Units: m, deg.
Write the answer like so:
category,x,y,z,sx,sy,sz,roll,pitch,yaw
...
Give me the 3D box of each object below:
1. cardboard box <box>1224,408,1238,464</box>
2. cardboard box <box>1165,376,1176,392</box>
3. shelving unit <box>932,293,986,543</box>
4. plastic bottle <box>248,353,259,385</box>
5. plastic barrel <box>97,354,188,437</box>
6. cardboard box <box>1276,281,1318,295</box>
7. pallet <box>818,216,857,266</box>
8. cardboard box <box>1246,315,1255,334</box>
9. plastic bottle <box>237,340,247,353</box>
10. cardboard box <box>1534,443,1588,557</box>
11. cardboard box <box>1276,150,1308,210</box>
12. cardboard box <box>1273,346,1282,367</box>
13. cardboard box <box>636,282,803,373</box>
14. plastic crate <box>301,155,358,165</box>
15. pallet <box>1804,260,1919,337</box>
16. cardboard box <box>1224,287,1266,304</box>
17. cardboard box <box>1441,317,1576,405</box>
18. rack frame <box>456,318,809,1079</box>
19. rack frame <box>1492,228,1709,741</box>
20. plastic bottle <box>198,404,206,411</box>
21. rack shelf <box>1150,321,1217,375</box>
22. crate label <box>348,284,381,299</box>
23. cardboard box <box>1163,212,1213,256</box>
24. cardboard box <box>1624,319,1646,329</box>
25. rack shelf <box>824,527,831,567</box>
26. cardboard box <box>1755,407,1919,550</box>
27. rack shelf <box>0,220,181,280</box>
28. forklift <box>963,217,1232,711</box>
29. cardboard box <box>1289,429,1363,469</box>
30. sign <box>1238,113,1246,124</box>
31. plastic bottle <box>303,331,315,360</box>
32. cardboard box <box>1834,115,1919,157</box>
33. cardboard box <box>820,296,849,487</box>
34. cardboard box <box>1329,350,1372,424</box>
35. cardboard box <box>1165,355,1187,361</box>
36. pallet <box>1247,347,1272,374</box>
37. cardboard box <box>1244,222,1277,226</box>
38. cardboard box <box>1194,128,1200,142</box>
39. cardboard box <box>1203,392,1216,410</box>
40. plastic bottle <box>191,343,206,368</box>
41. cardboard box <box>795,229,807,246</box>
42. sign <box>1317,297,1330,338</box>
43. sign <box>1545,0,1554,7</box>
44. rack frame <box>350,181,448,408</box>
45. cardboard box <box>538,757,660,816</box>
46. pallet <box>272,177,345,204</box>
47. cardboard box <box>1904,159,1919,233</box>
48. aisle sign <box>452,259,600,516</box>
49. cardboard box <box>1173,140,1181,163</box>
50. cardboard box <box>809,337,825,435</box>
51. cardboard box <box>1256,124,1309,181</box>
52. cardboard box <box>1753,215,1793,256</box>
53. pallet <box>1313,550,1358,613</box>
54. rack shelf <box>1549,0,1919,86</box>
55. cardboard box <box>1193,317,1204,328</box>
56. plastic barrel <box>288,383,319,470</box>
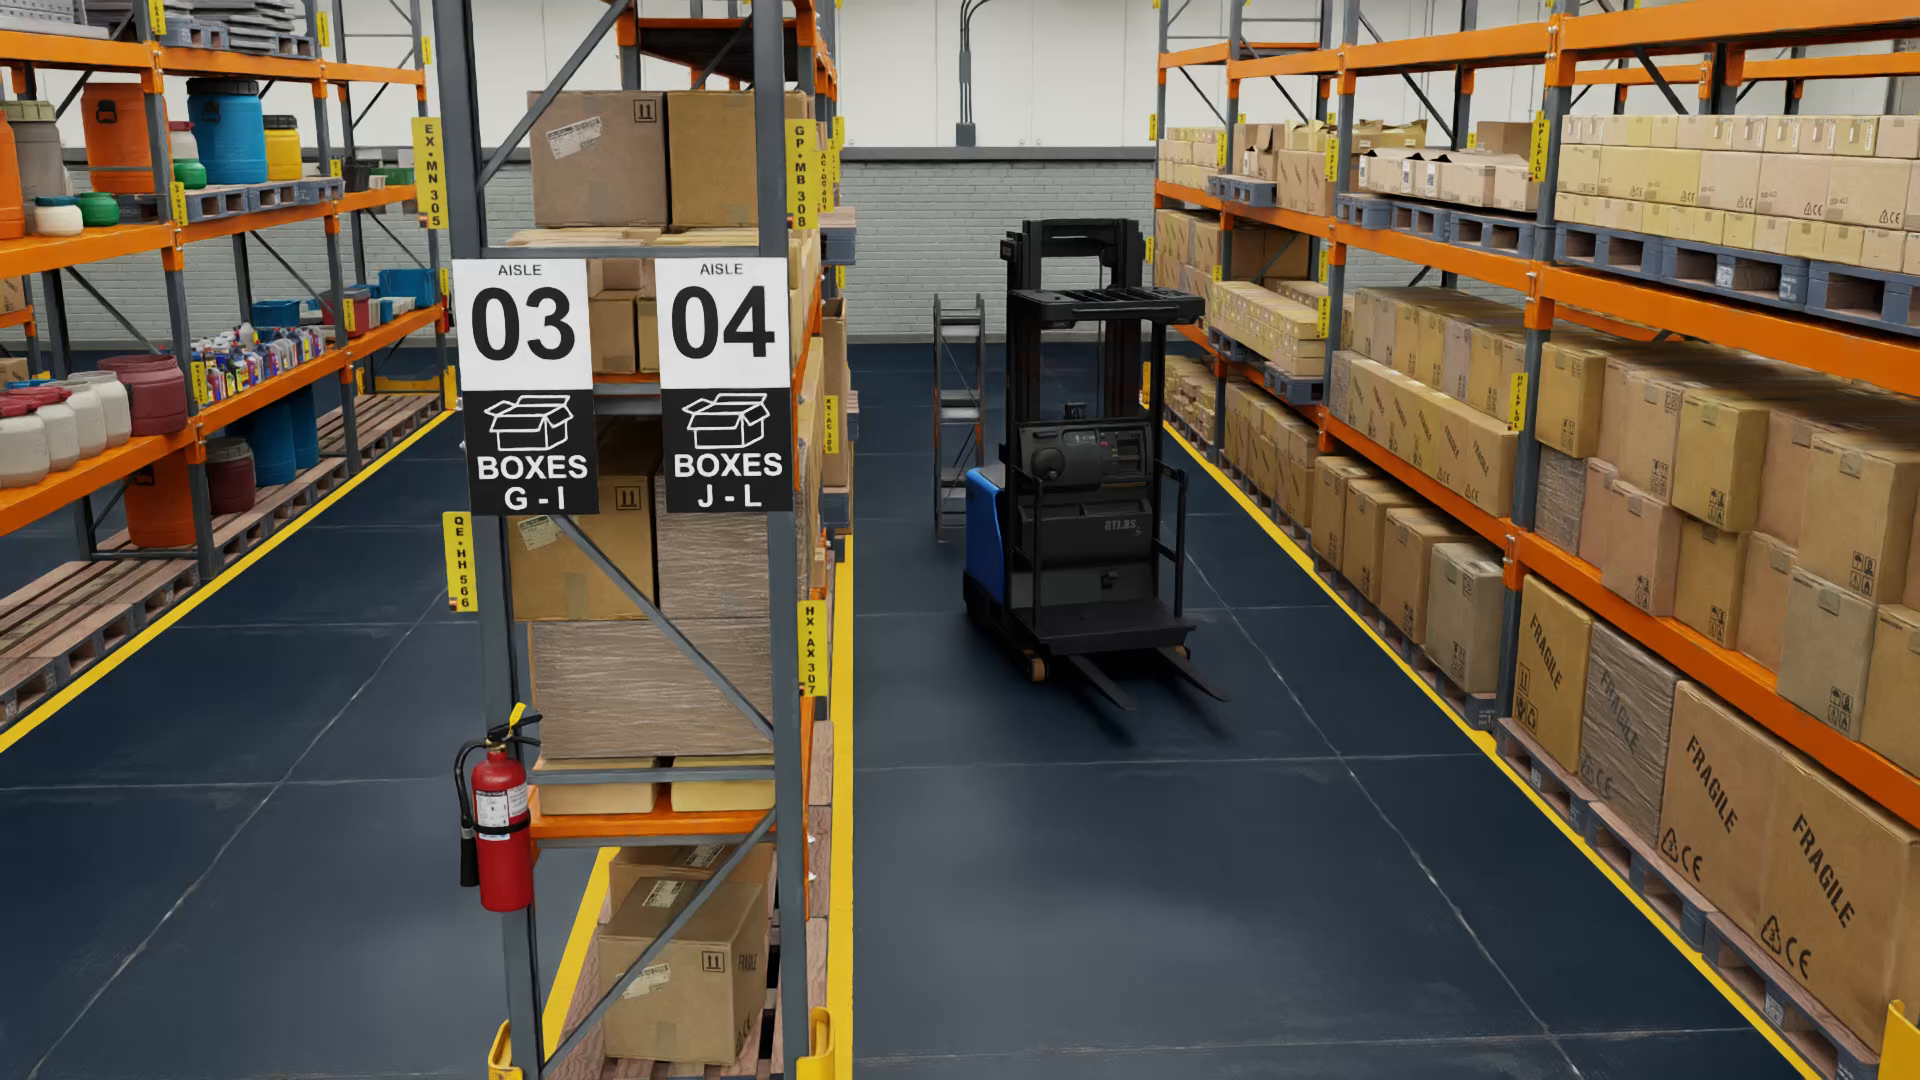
category,x,y,z,sx,sy,sz,roll,pitch,yaw
cardboard box,2.971,-1.060,16.802,0.500,0.500,0.500,0,14,-1
cardboard box,2.690,-1.889,20.130,0.380,0.149,0.250,0,14,-2
shelving unit,-0.010,-1.058,14.425,0.431,2.100,0.503,-1,14,-3
plastic bottle,-6.218,-1.500,14.593,0.097,0.271,0.097,0,14,0
plastic barrel,-6.132,-1.088,12.462,0.600,0.536,0.708,-1,14,-3
cardboard box,3.409,-2.529,16.802,0.380,0.149,0.250,0,14,-1
pallet,-1.203,-1.731,9.593,1.213,0.211,1.003,-1,14,-3
cardboard box,2.854,-1.987,15.295,0.380,0.149,0.250,-1,14,-5
plastic bottle,-6.916,-1.826,16.002,0.097,0.201,0.097,0,14,0
cardboard box,3.720,-0.247,9.166,0.875,0.550,0.550,-1,14,-3
cardboard box,3.078,-3.149,14.523,0.500,0.500,0.500,-1,14,-3
cardboard box,2.918,-1.584,14.324,0.380,0.149,0.250,-1,14,-2
cardboard box,-0.795,-0.724,5.600,0.500,0.250,0.500,0,14,-2
plastic crate,-7.138,-4.161,18.783,0.504,0.338,0.767,-1,14,-3
pallet,3.877,-0.865,6.028,1.003,0.211,1.213,-1,14,-3
cardboard box,2.792,-2.387,16.252,0.380,0.149,0.250,-1,14,-3
cardboard box,3.584,-1.176,10.868,0.700,0.500,0.500,-1,14,-3
rack frame,-1.024,0.780,5.474,1.000,3.000,0.127,-1,14,-3
rack frame,3.685,-0.266,9.540,1.000,3.000,0.127,-1,14,-3
plastic bottle,-6.167,-1.185,13.363,0.152,0.276,0.135,-1,14,-3
rack shelf,3.066,-2.405,19.296,1.077,0.370,4.000,-1,14,-3
crate label,-7.272,-3.004,20.397,0.416,0.233,0.303,-1,14,-3
cardboard box,2.742,-3.686,20.028,0.500,0.500,0.500,0,14,-2
cardboard box,7.803,-2.645,18.585,0.500,0.500,0.500,-1,14,-5
rack shelf,-1.395,-0.364,11.363,1.077,0.370,4.000,-1,14,-3
cardboard box,3.924,-0.236,6.957,0.875,0.550,0.550,-1,14,-3
rack shelf,-6.339,-1.740,10.692,1.077,0.370,4.000,-1,14,-3
forklift,0.906,-0.591,10.941,1.130,2.935,3.031,-4,15,-15
cardboard box,3.133,-0.783,14.218,0.500,0.250,0.500,-1,14,-5
sign,3.497,-5.135,20.669,0.100,0.325,0.005,-1,14,-3
plastic bottle,-6.341,-1.884,16.077,0.152,0.276,0.135,-1,14,-3
cardboard box,3.526,-1.509,6.212,0.380,0.149,0.250,-1,14,-2
cardboard box,-1.181,-0.908,9.990,1.000,1.000,1.000,-1,14,-3
cardboard box,3.196,-1.193,12.944,0.500,0.500,0.500,-1,14,-3
cardboard box,2.635,-2.226,20.841,0.380,0.149,0.250,-2,15,-6
pallet,3.274,-1.660,15.342,1.003,0.211,1.213,-1,14,-3
cardboard box,3.358,-3.177,18.050,0.500,0.500,0.500,-1,14,-5
cardboard box,2.792,-4.466,18.341,0.380,0.149,0.250,-1,14,-4
cardboard box,2.852,-1.514,18.075,0.380,0.149,0.250,-1,14,-3
plastic bottle,-6.990,-1.659,15.202,0.152,0.276,0.135,-1,14,-3
cardboard box,-0.876,-1.384,7.365,0.380,0.149,0.250,0,14,-1
sign,2.896,-1.772,13.231,0.100,0.325,0.005,-1,14,-3
sign,7.322,-6.779,20.623,0.100,0.325,0.005,-1,14,-3
rack frame,-6.958,-3.122,20.642,1.000,3.000,0.127,-1,14,-3
cardboard box,-1.247,0.834,5.768,0.380,0.149,0.250,-1,14,-3
pallet,-6.564,-3.295,15.674,1.213,0.211,1.003,-1,14,-3
cardboard box,3.624,-1.164,5.673,0.500,0.250,0.500,-1,14,-3
aisle sign,-1.319,-0.459,5.072,0.394,0.787,0.004,-1,14,-3
cardboard box,2.762,-4.504,19.289,0.500,0.250,0.500,-1,14,-3
cardboard box,-0.969,-0.784,8.748,0.500,0.500,0.500,-1,14,-3
cardboard box,3.154,-3.575,15.333,0.797,0.503,0.637,-1,14,-4
cardboard box,3.496,-1.247,6.796,0.380,0.149,0.250,-1,14,-3
pallet,3.411,0.287,12.988,1.003,0.211,1.213,-1,14,-3
rack shelf,3.809,-2.132,6.999,1.077,0.370,4.000,-1,14,-3
cardboard box,2.819,-2.463,18.582,0.380,0.149,0.250,-2,15,-6
plastic barrel,-6.694,-1.179,16.458,0.600,0.901,0.708,-1,14,-3
